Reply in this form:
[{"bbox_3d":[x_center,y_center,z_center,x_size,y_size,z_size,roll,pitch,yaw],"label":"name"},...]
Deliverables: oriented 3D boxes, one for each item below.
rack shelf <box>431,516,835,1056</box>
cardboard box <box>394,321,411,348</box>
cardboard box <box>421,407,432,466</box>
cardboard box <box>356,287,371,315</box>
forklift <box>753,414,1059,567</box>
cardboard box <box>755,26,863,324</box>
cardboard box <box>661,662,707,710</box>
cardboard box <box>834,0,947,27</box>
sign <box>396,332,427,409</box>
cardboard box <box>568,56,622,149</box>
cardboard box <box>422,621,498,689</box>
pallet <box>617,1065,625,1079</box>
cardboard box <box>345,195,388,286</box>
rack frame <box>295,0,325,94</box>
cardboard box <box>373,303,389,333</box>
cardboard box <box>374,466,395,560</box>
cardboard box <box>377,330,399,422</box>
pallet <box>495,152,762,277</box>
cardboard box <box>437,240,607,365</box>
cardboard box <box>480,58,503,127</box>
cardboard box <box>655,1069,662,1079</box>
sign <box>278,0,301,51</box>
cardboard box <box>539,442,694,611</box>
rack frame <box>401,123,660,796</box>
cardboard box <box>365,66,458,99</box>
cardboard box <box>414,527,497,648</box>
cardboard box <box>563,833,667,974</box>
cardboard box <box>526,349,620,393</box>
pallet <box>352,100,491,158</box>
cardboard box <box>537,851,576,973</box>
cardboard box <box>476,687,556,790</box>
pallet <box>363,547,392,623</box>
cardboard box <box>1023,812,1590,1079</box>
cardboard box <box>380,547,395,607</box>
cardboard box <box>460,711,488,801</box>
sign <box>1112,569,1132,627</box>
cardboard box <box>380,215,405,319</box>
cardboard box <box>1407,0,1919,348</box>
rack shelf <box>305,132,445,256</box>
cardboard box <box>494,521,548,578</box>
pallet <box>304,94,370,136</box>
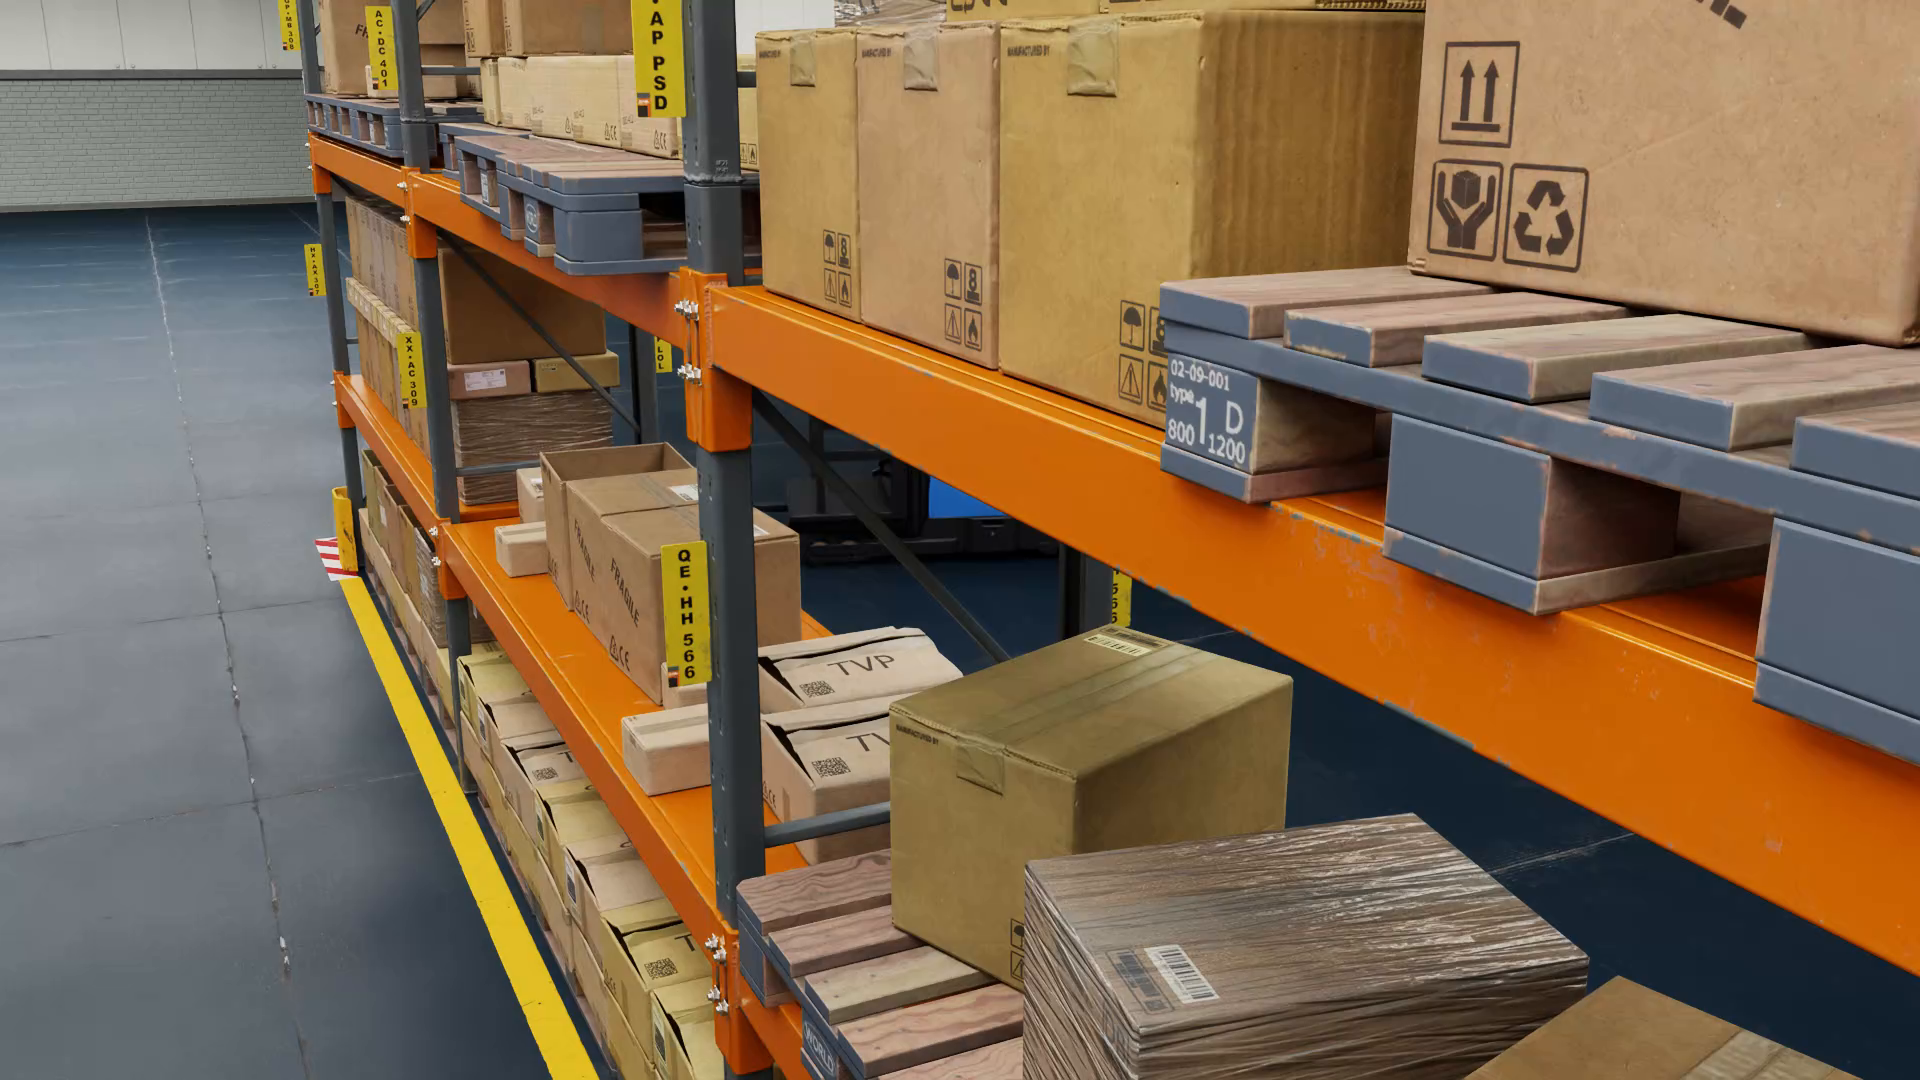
[{"bbox_3d":[-0.977,0.503,5.866,1.077,0.370,4.000,-8,18,-25],"label":"rack shelf"},{"bbox_3d":[-2.720,-1.056,8.634,0.380,0.149,0.250,-7,17,-23],"label":"cardboard box"},{"bbox_3d":[-2.290,-0.626,8.314,0.700,0.500,0.500,-8,18,-25],"label":"cardboard box"},{"bbox_3d":[-3.401,-1.440,9.975,0.380,0.149,0.250,-8,18,-25],"label":"cardboard box"},{"bbox_3d":[-0.724,-1.382,11.254,3.031,2.935,1.130,-2,16,-7],"label":"forklift"},{"bbox_3d":[0.121,-0.733,3.248,0.910,0.500,0.500,-8,18,-25],"label":"cardboard box"},{"bbox_3d":[-0.710,0.464,5.151,0.380,0.149,0.250,-6,17,-21],"label":"cardboard box"},{"bbox_3d":[0.085,-1.209,3.093,0.500,0.500,0.500,-8,18,-25],"label":"cardboard box"},{"bbox_3d":[-2.351,-0.726,7.129,0.100,0.325,0.005,-8,18,-25],"label":"sign"},{"bbox_3d":[-0.836,-1.296,4.900,0.500,0.250,0.500,-8,18,-26],"label":"cardboard box"},{"bbox_3d":[-2.463,0.567,8.561,0.500,0.250,0.500,-8,18,-25],"label":"cardboard box"},{"bbox_3d":[-0.426,1.784,5.151,1.003,0.211,1.213,-8,18,-25],"label":"pallet"},{"bbox_3d":[-3.389,-1.872,10.304,0.700,0.500,0.500,-8,18,-25],"label":"cardboard box"},{"bbox_3d":[-3.605,-4.215,10.123,1.000,3.000,0.127,-8,18,-25],"label":"rack frame"},{"bbox_3d":[-3.061,-1.248,9.306,0.380,0.149,0.250,-8,18,-26],"label":"cardboard box"},{"bbox_3d":[-3.119,-0.166,9.754,0.500,0.500,0.500,-8,18,-25],"label":"cardboard box"},{"bbox_3d":[-2.966,-1.008,9.645,0.700,0.500,0.500,-8,18,-25],"label":"cardboard box"},{"bbox_3d":[-0.478,-0.856,4.199,1.213,0.211,1.003,-7,17,-22],"label":"pallet"},{"bbox_3d":[-2.053,-1.120,7.683,0.700,0.500,0.500,-8,18,-25],"label":"cardboard box"},{"bbox_3d":[-1.592,-1.757,6.507,0.500,0.250,0.500,-6,17,-19],"label":"cardboard box"},{"bbox_3d":[-0.550,1.671,4.712,0.500,0.250,0.500,-7,18,-24],"label":"cardboard box"},{"bbox_3d":[-4.107,-3.165,10.177,0.100,0.325,0.005,-8,18,-25],"label":"sign"},{"bbox_3d":[-1.300,-0.064,6.355,0.500,0.500,0.500,-6,17,-21],"label":"cardboard box"},{"bbox_3d":[-1.853,-0.339,7.495,1.000,3.000,0.127,-8,18,-25],"label":"rack frame"},{"bbox_3d":[-2.627,-2.195,7.965,0.380,0.149,0.250,-8,18,-25],"label":"cardboard box"},{"bbox_3d":[-2.461,0.206,8.458,0.500,0.500,0.500,-8,18,-25],"label":"cardboard box"},{"bbox_3d":[-1.004,1.149,5.515,0.500,0.311,0.500,-8,18,-25],"label":"cardboard box"},{"bbox_3d":[-1.797,-0.789,7.705,0.380,0.149,0.250,-8,18,-25],"label":"cardboard box"},{"bbox_3d":[-2.250,-1.947,7.819,1.003,0.211,1.213,-8,18,-25],"label":"pallet"},{"bbox_3d":[-1.225,1.292,6.034,0.500,0.250,0.500,-7,18,-24],"label":"cardboard box"},{"bbox_3d":[-1.681,0.768,6.842,0.500,0.311,0.500,-8,18,-26],"label":"cardboard box"},{"bbox_3d":[-3.233,0.194,10.692,1.003,0.211,1.213,-8,18,-25],"label":"pallet"},{"bbox_3d":[0.506,0.795,2.599,0.700,0.500,0.500,-4,17,-14],"label":"cardboard box"},{"bbox_3d":[-3.129,0.196,9.852,0.500,0.250,0.500,-8,18,-25],"label":"cardboard box"},{"bbox_3d":[-1.899,0.911,7.363,0.500,0.250,0.500,-8,18,-26],"label":"cardboard box"},{"bbox_3d":[0.383,0.066,4.126,0.100,0.325,0.005,-8,18,-25],"label":"sign"},{"bbox_3d":[-2.713,-1.493,8.983,0.700,0.500,0.500,-8,18,-25],"label":"cardboard box"},{"bbox_3d":[0.911,-0.559,1.700,0.600,0.600,0.600,-8,18,-27],"label":"cardboard box"},{"bbox_3d":[-2.729,-1.931,8.908,1.077,0.370,4.000,-8,18,-25],"label":"rack shelf"},{"bbox_3d":[-1.648,0.026,6.677,0.380,0.149,0.250,-8,18,-25],"label":"cardboard box"},{"bbox_3d":[-3.319,-2.552,9.927,1.003,0.211,1.213,-8,18,-25],"label":"pallet"}]
